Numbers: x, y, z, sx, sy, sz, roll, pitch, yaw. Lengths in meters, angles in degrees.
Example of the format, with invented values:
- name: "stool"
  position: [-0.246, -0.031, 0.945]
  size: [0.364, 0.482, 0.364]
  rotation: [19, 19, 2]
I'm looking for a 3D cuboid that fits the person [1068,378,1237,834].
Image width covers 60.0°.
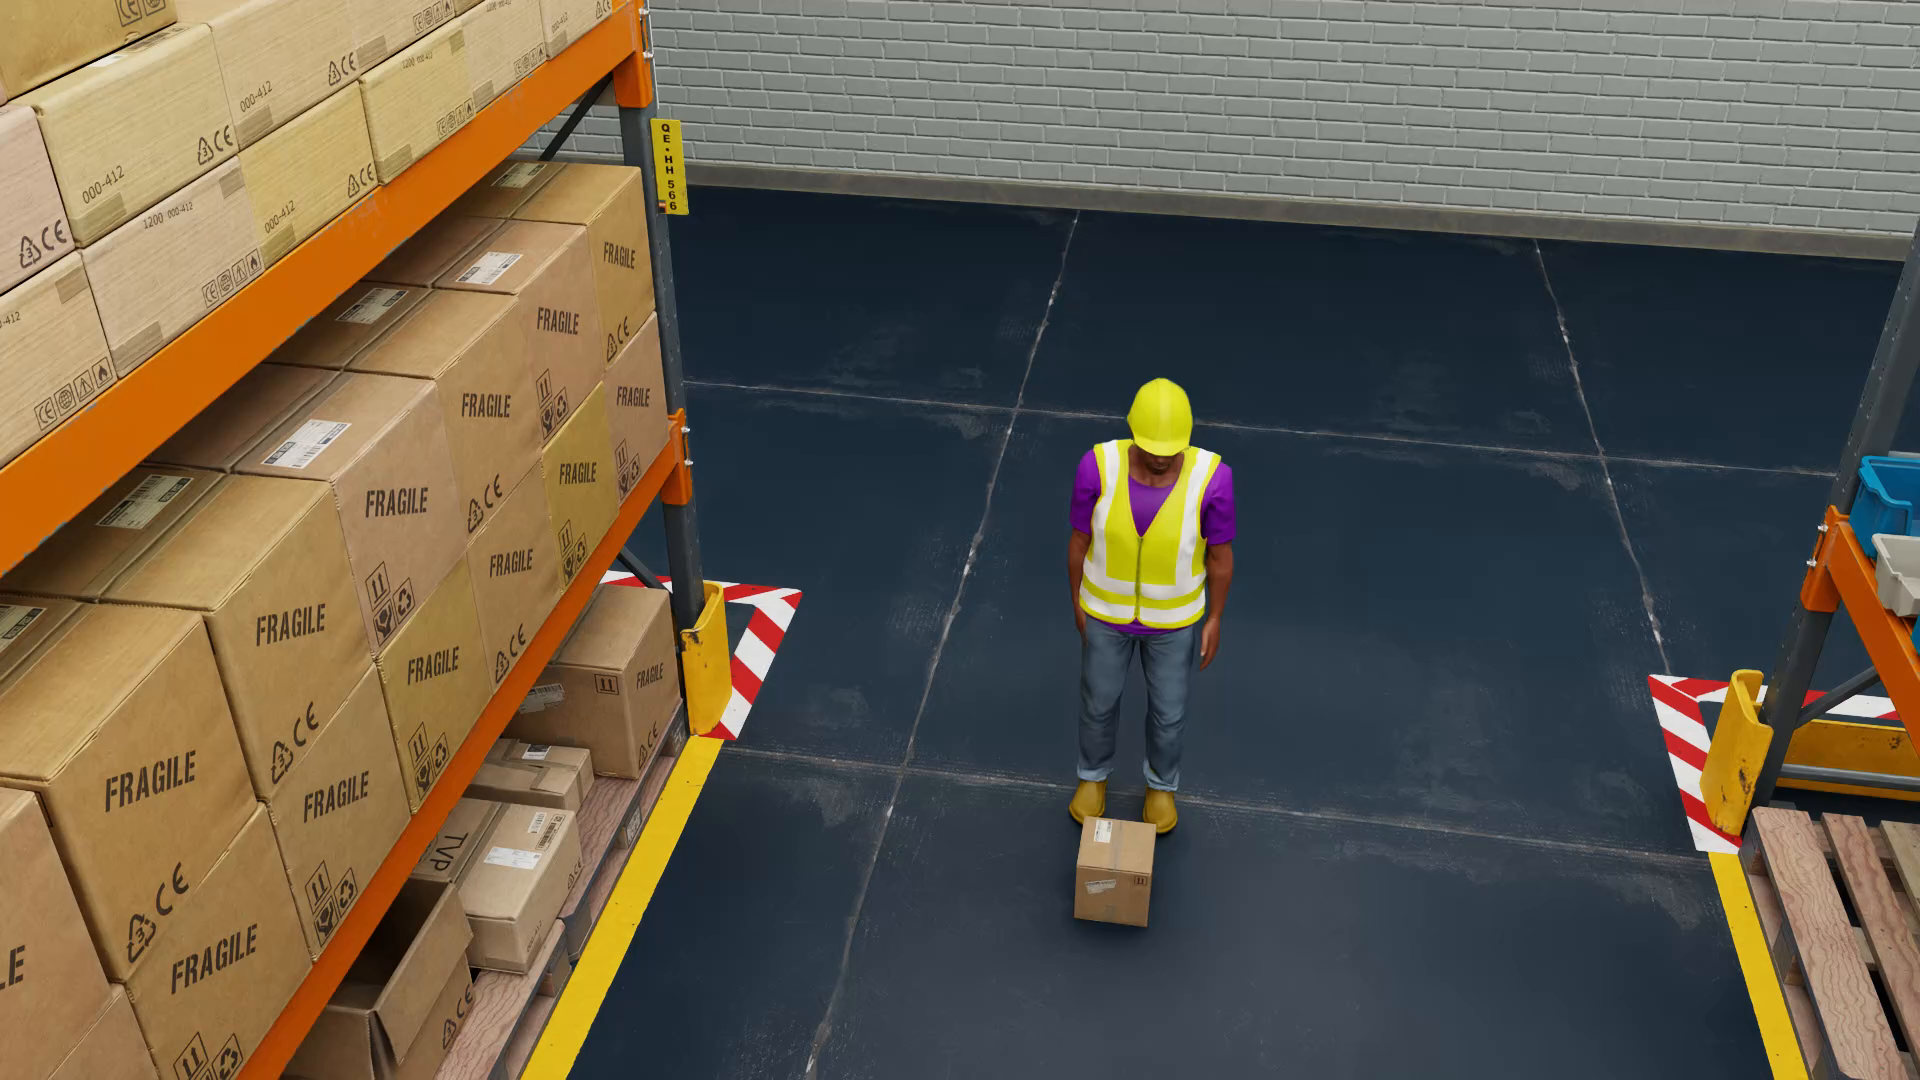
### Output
- name: "person"
  position: [0.641, 0.239, 5.739]
  size: [0.567, 1.760, 0.363]
  rotation: [6, 33, 9]
